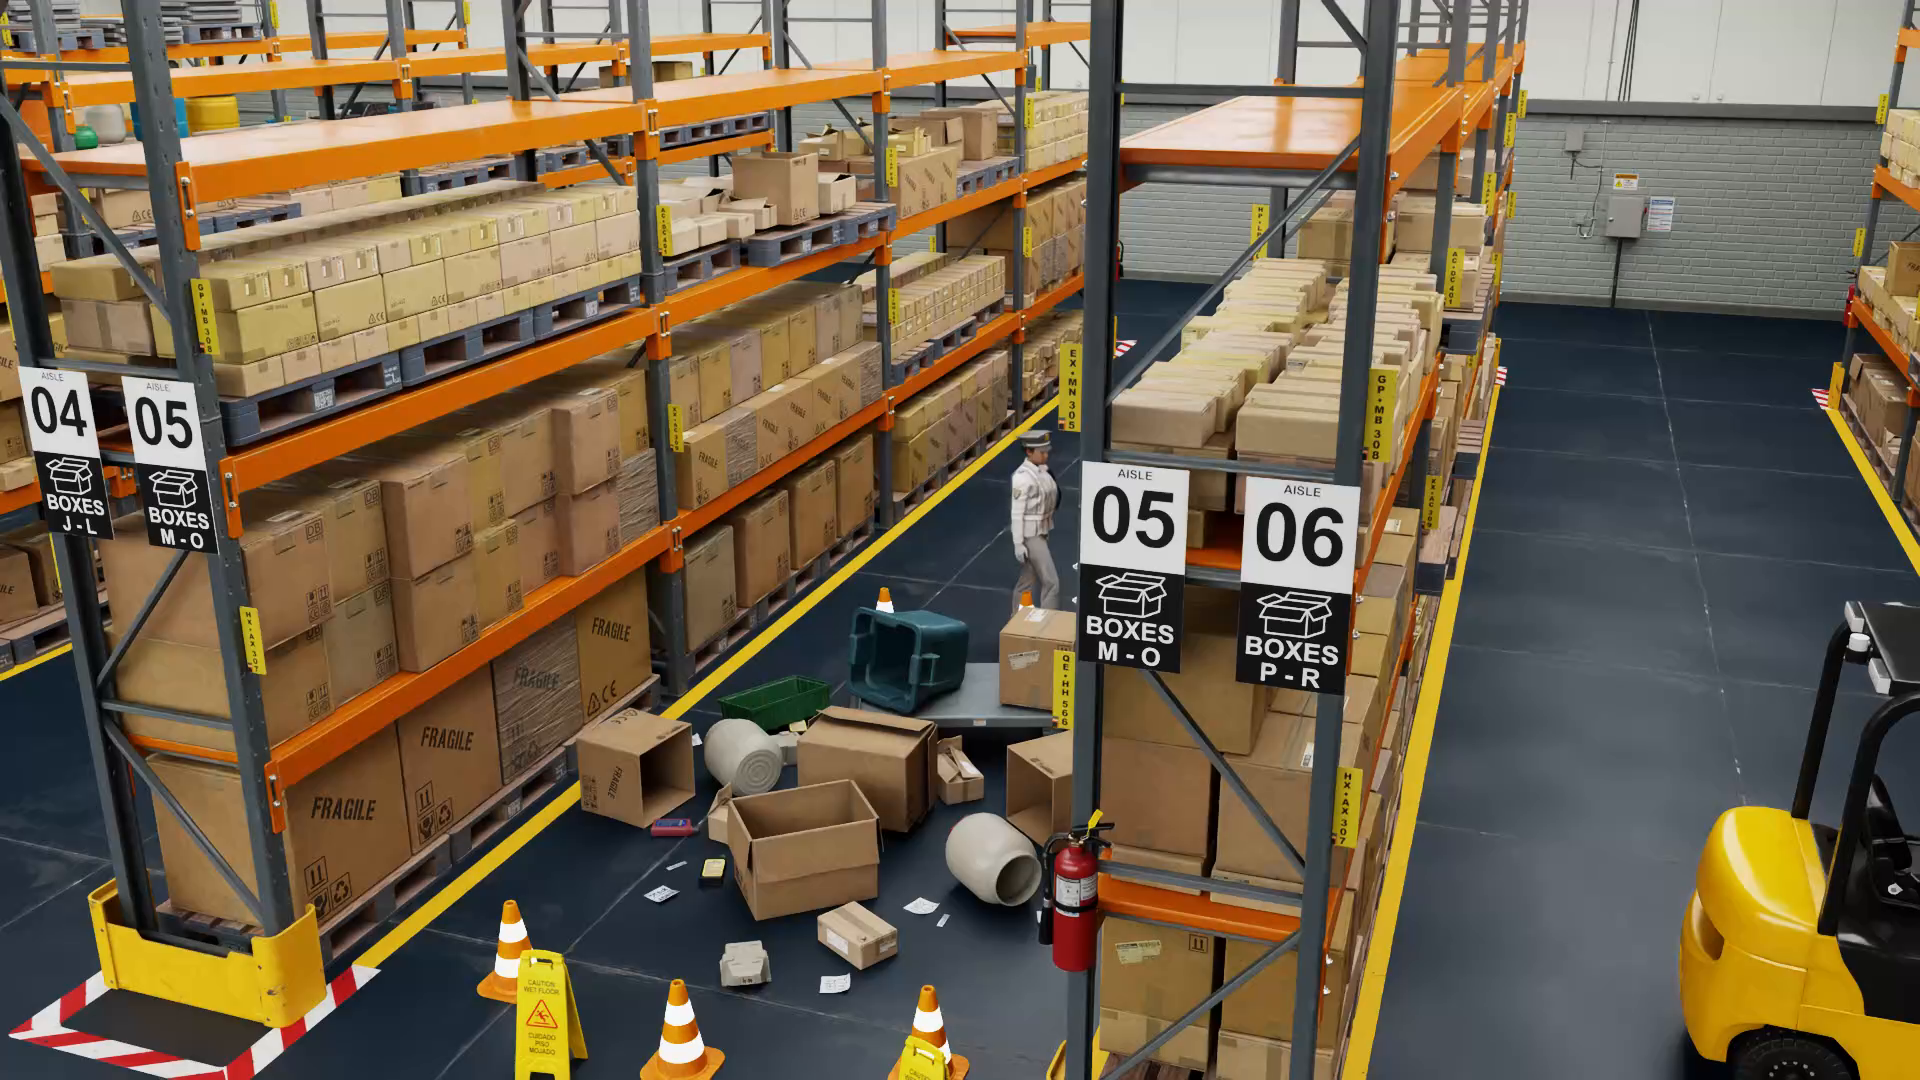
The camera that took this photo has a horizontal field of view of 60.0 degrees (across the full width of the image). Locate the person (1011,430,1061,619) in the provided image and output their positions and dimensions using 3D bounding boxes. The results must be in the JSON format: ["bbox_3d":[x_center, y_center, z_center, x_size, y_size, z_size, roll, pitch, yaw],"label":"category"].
[{"bbox_3d":[0.673,-0.013,12.558,0.661,1.664,0.508,8,20,22],"label":"person"}]
